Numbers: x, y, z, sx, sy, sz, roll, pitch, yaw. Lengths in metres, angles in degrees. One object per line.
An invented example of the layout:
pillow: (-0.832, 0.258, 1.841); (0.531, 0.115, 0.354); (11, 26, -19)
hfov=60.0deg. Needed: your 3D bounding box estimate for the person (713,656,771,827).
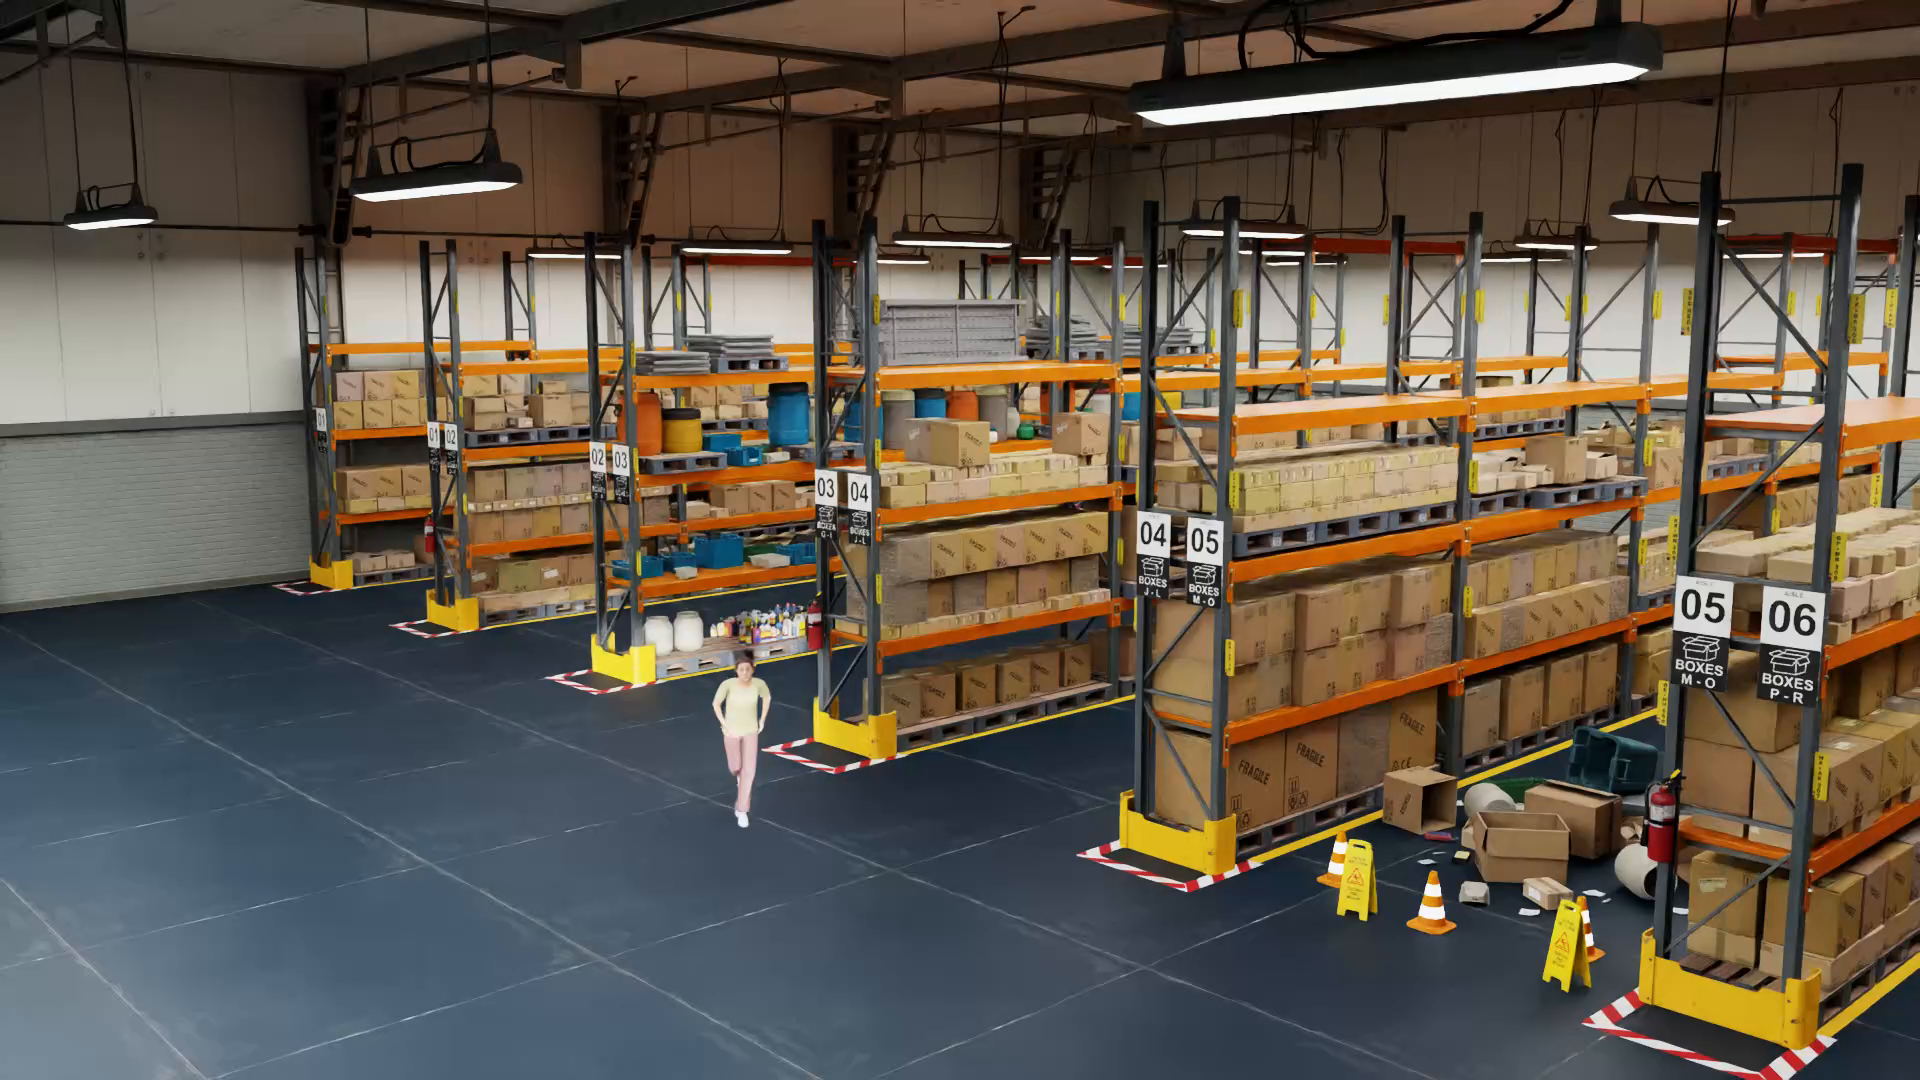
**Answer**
person: (-2.183, 1.943, 16.681); (0.581, 1.661, 1.016); (-1, 8, -9)
